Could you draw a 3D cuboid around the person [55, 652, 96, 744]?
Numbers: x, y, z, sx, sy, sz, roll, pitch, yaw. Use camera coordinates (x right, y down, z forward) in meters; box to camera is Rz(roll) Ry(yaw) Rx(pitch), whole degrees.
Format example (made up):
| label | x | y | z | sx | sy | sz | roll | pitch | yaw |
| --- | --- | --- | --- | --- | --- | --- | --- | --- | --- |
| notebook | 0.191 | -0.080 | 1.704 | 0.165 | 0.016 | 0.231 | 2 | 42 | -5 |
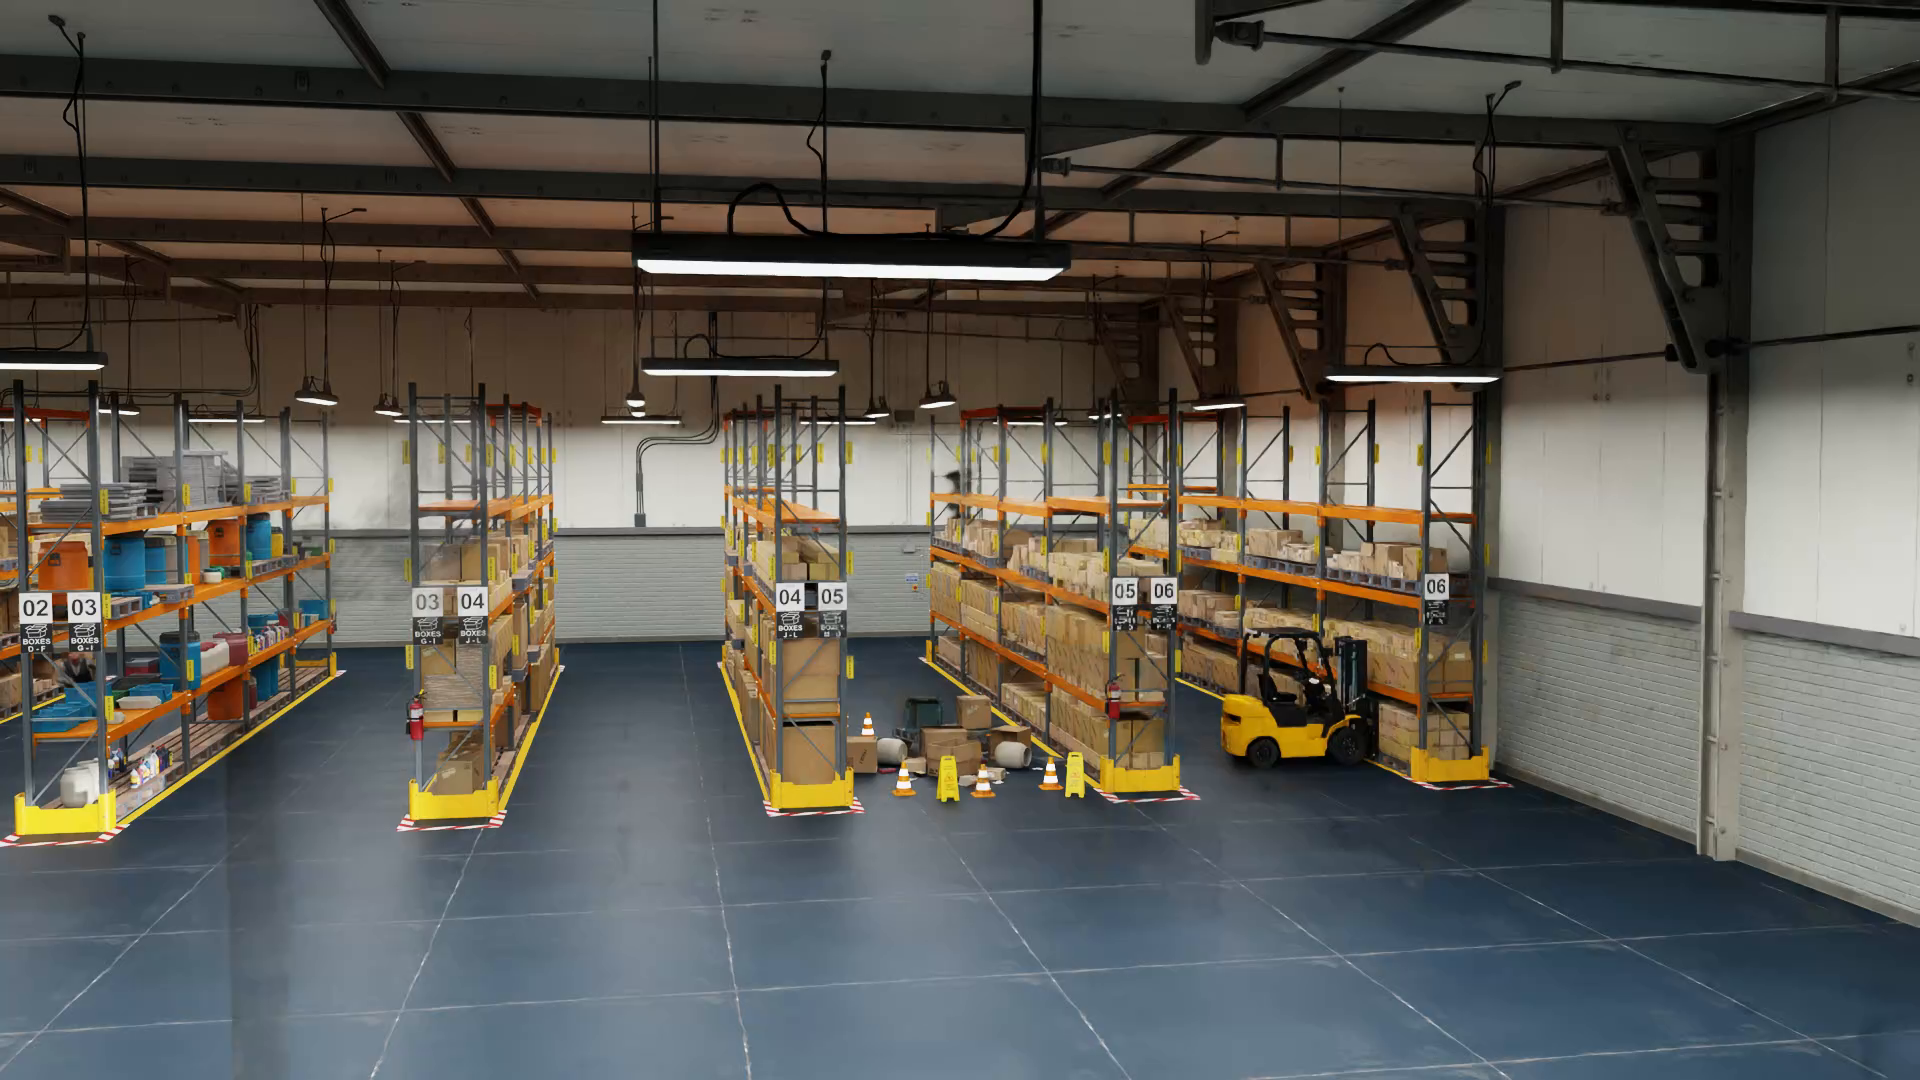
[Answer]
| label | x | y | z | sx | sy | sz | roll | pitch | yaw |
| --- | --- | --- | --- | --- | --- | --- | --- | --- | --- |
| person | -15.444 | 2.689 | 29.130 | 0.651 | 1.692 | 0.977 | -1 | 3 | -19 |
